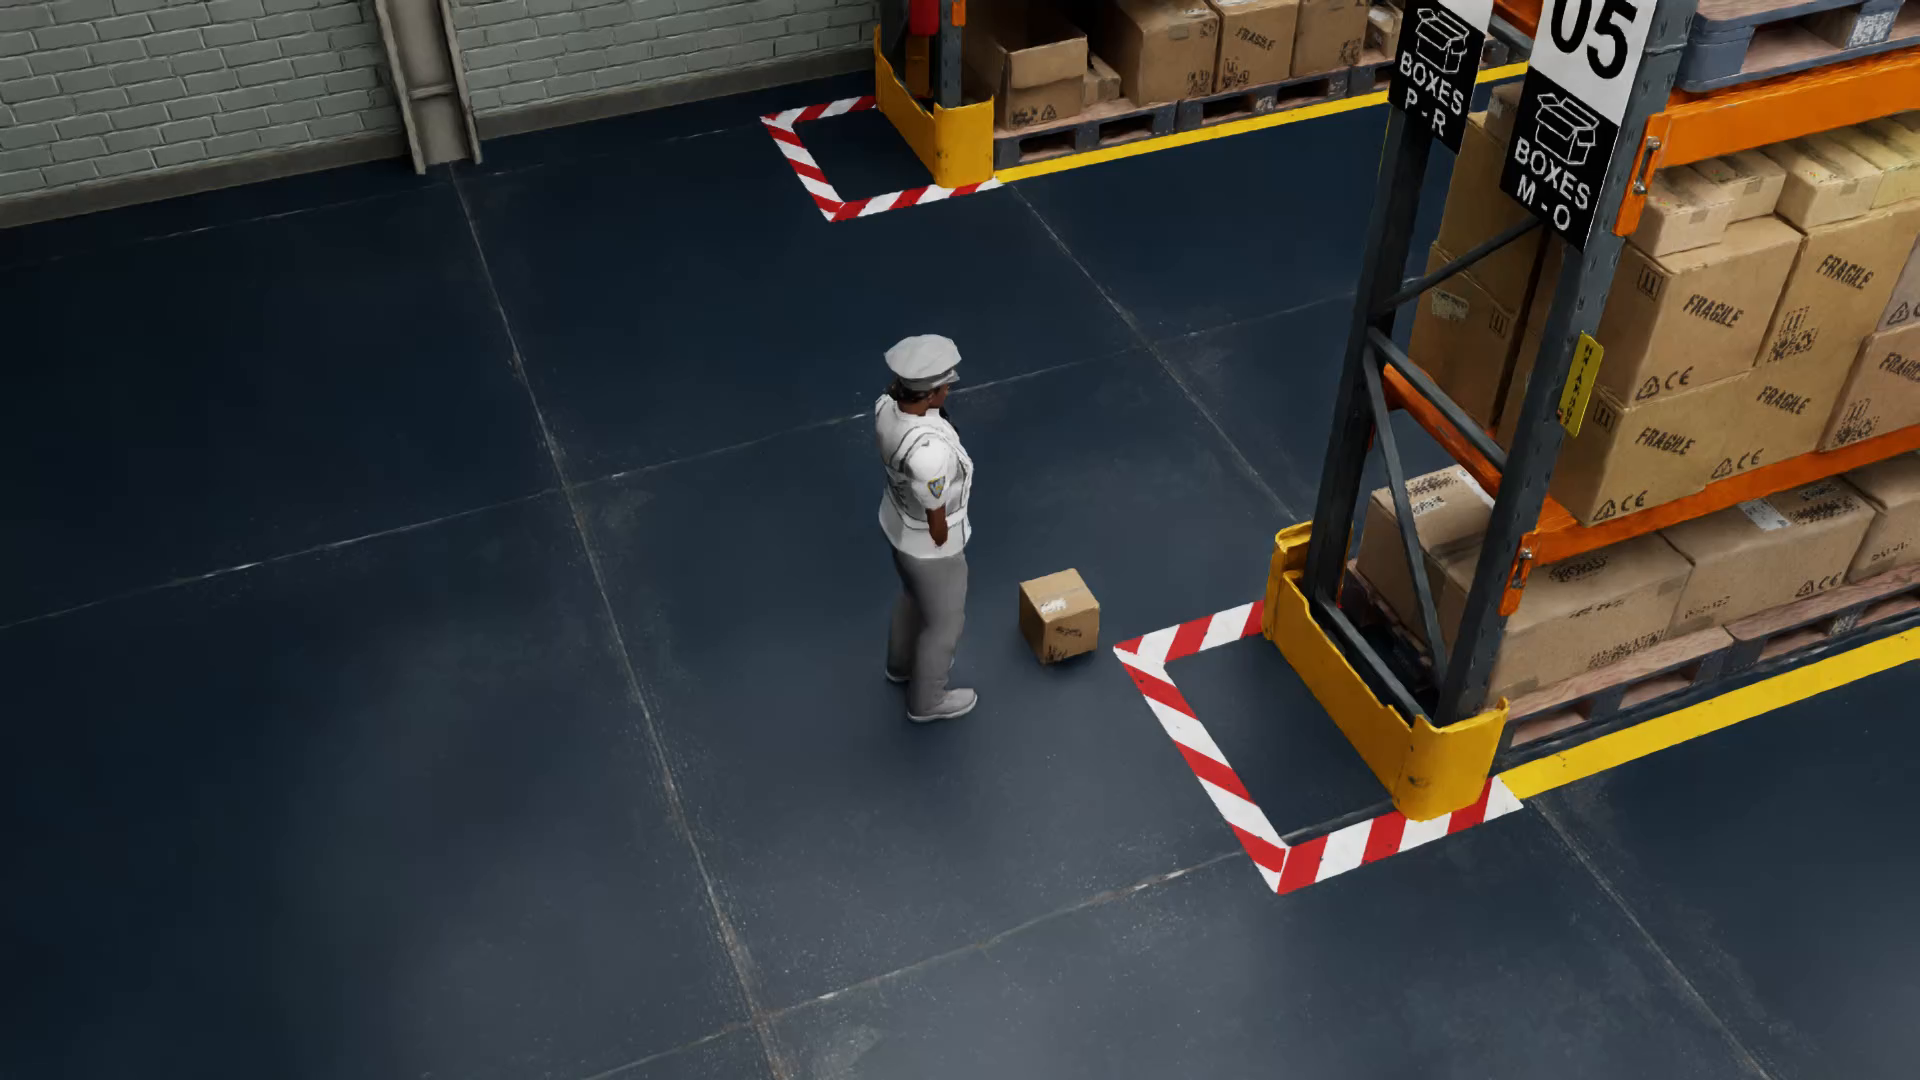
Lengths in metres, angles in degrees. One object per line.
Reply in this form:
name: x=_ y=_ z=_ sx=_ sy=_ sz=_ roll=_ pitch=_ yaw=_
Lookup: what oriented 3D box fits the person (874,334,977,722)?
person: x=-0.127 y=-0.029 z=6.199 sx=0.340 sy=1.658 sz=0.438 roll=-15 pitch=44 yaw=-16
